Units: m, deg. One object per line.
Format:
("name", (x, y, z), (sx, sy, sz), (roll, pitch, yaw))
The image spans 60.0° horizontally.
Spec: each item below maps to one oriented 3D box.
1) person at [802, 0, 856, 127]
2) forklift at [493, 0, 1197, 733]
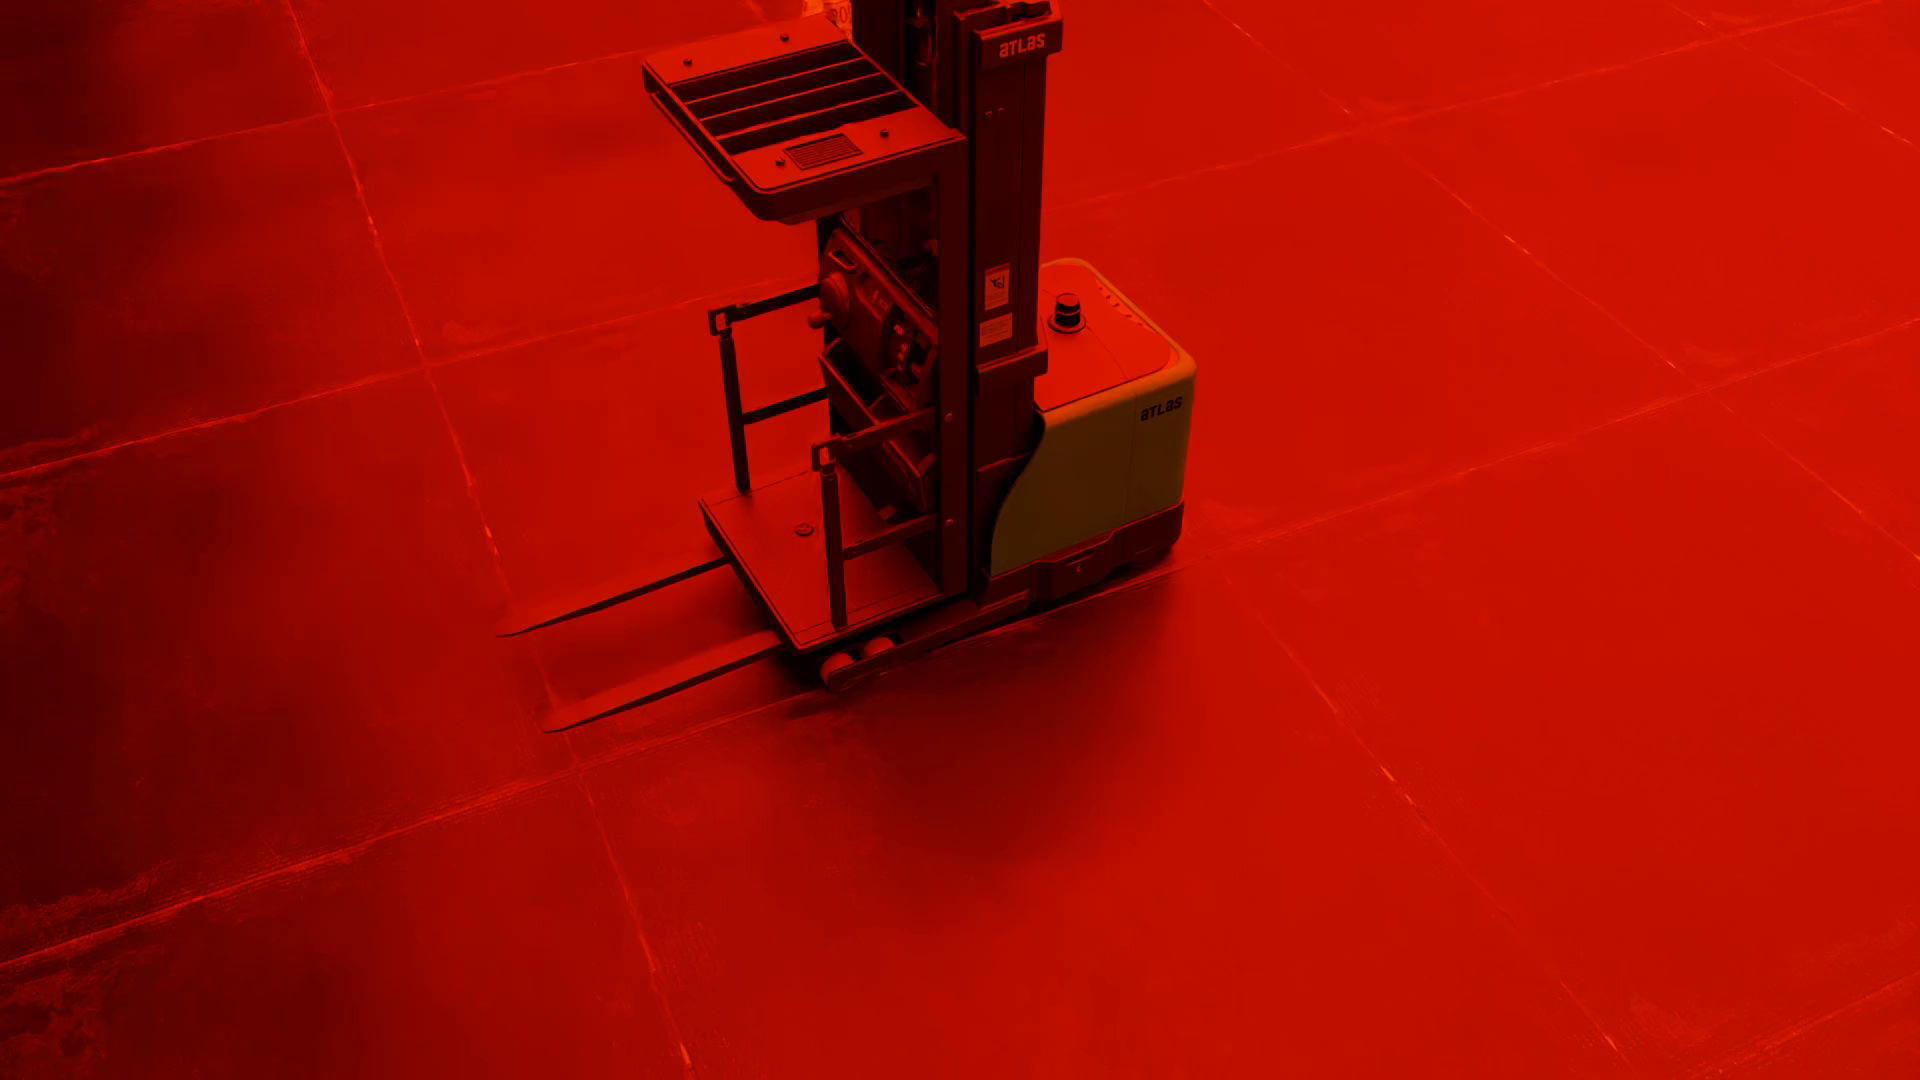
("person", (-0.733, -2.862, 9.643), (0.587, 1.694, 0.530), (-25, 48, -24))
("forklift", (-0.512, -0.837, 6.577), (3.031, 2.935, 1.130), (-21, 47, -21))
